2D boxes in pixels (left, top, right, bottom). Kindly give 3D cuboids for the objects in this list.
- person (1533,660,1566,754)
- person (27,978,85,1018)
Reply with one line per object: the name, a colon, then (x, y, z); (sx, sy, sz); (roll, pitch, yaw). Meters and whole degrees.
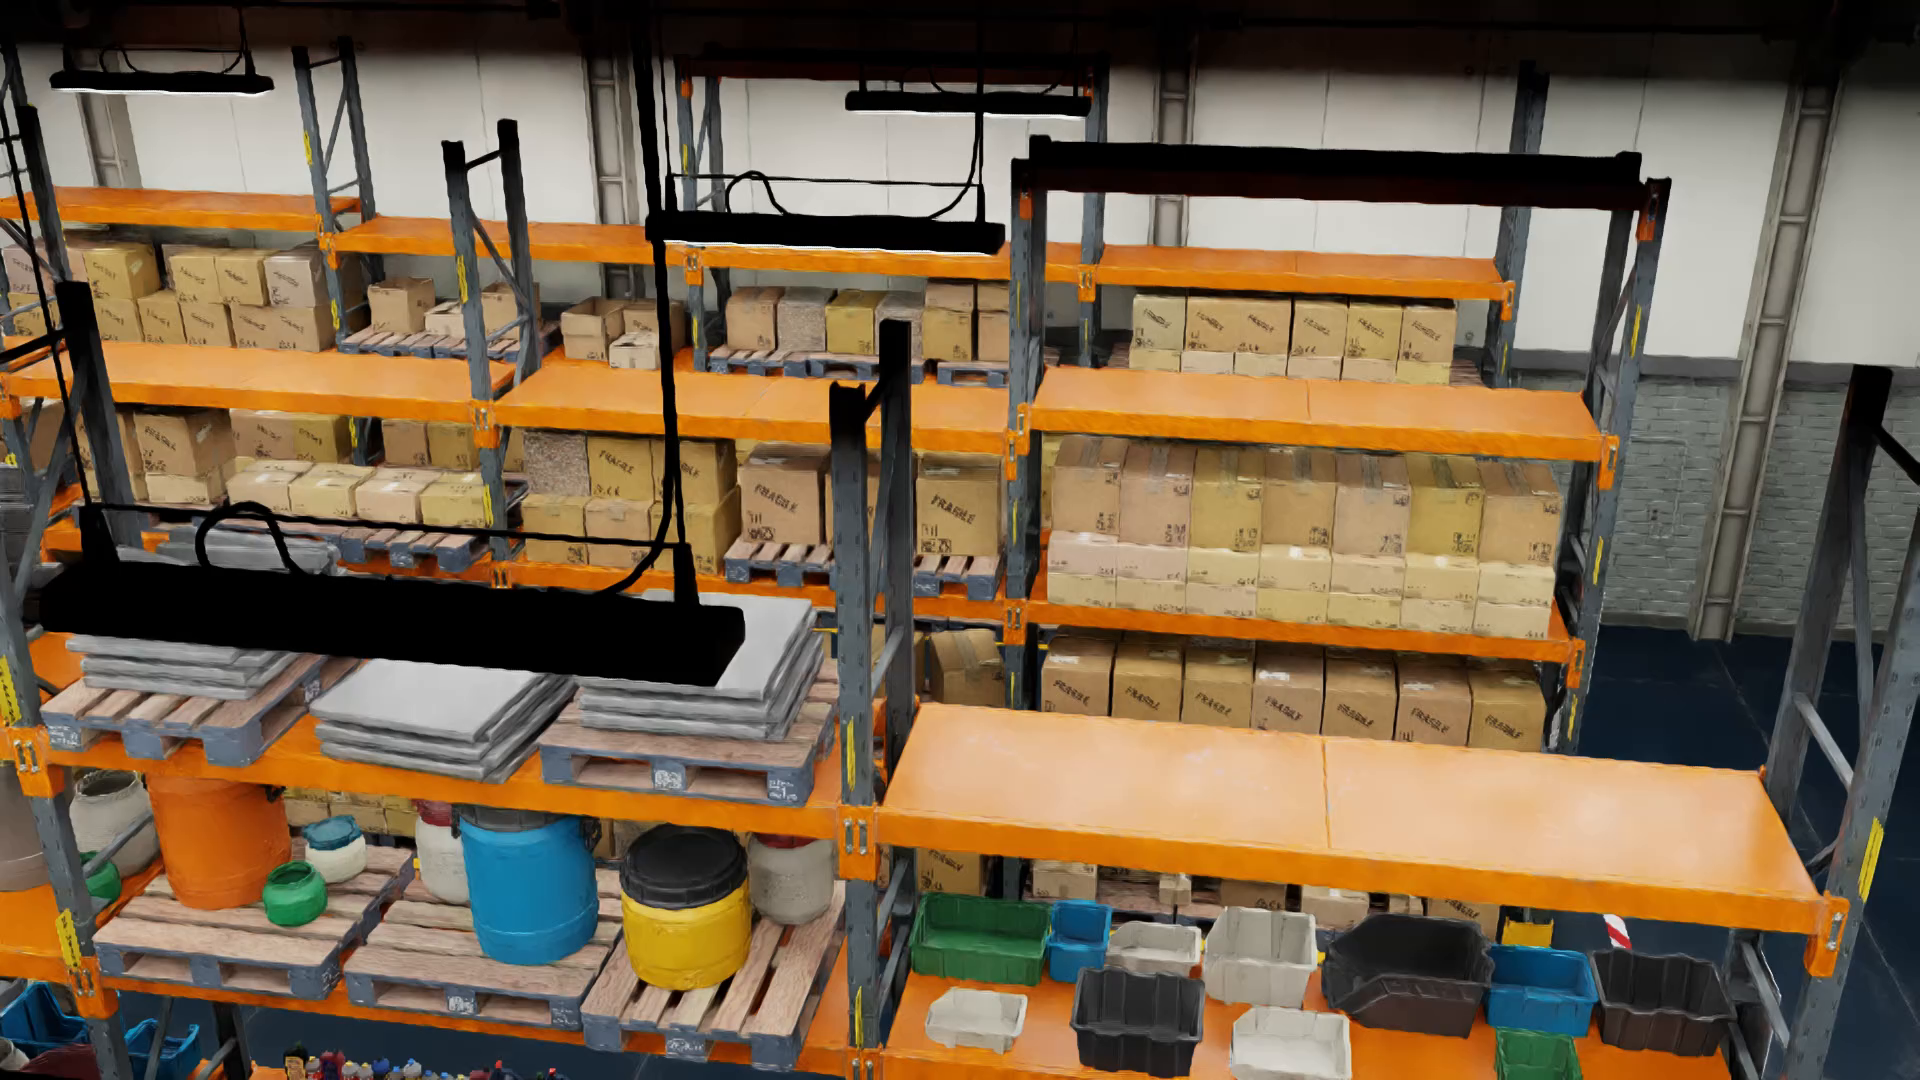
person: (4.865, 1.760, 14.038); (0.552, 1.680, 0.441); (-4, 23, -9)
person: (-5.857, 3.010, 10.978); (0.630, 1.768, 0.583); (15, 27, 31)
